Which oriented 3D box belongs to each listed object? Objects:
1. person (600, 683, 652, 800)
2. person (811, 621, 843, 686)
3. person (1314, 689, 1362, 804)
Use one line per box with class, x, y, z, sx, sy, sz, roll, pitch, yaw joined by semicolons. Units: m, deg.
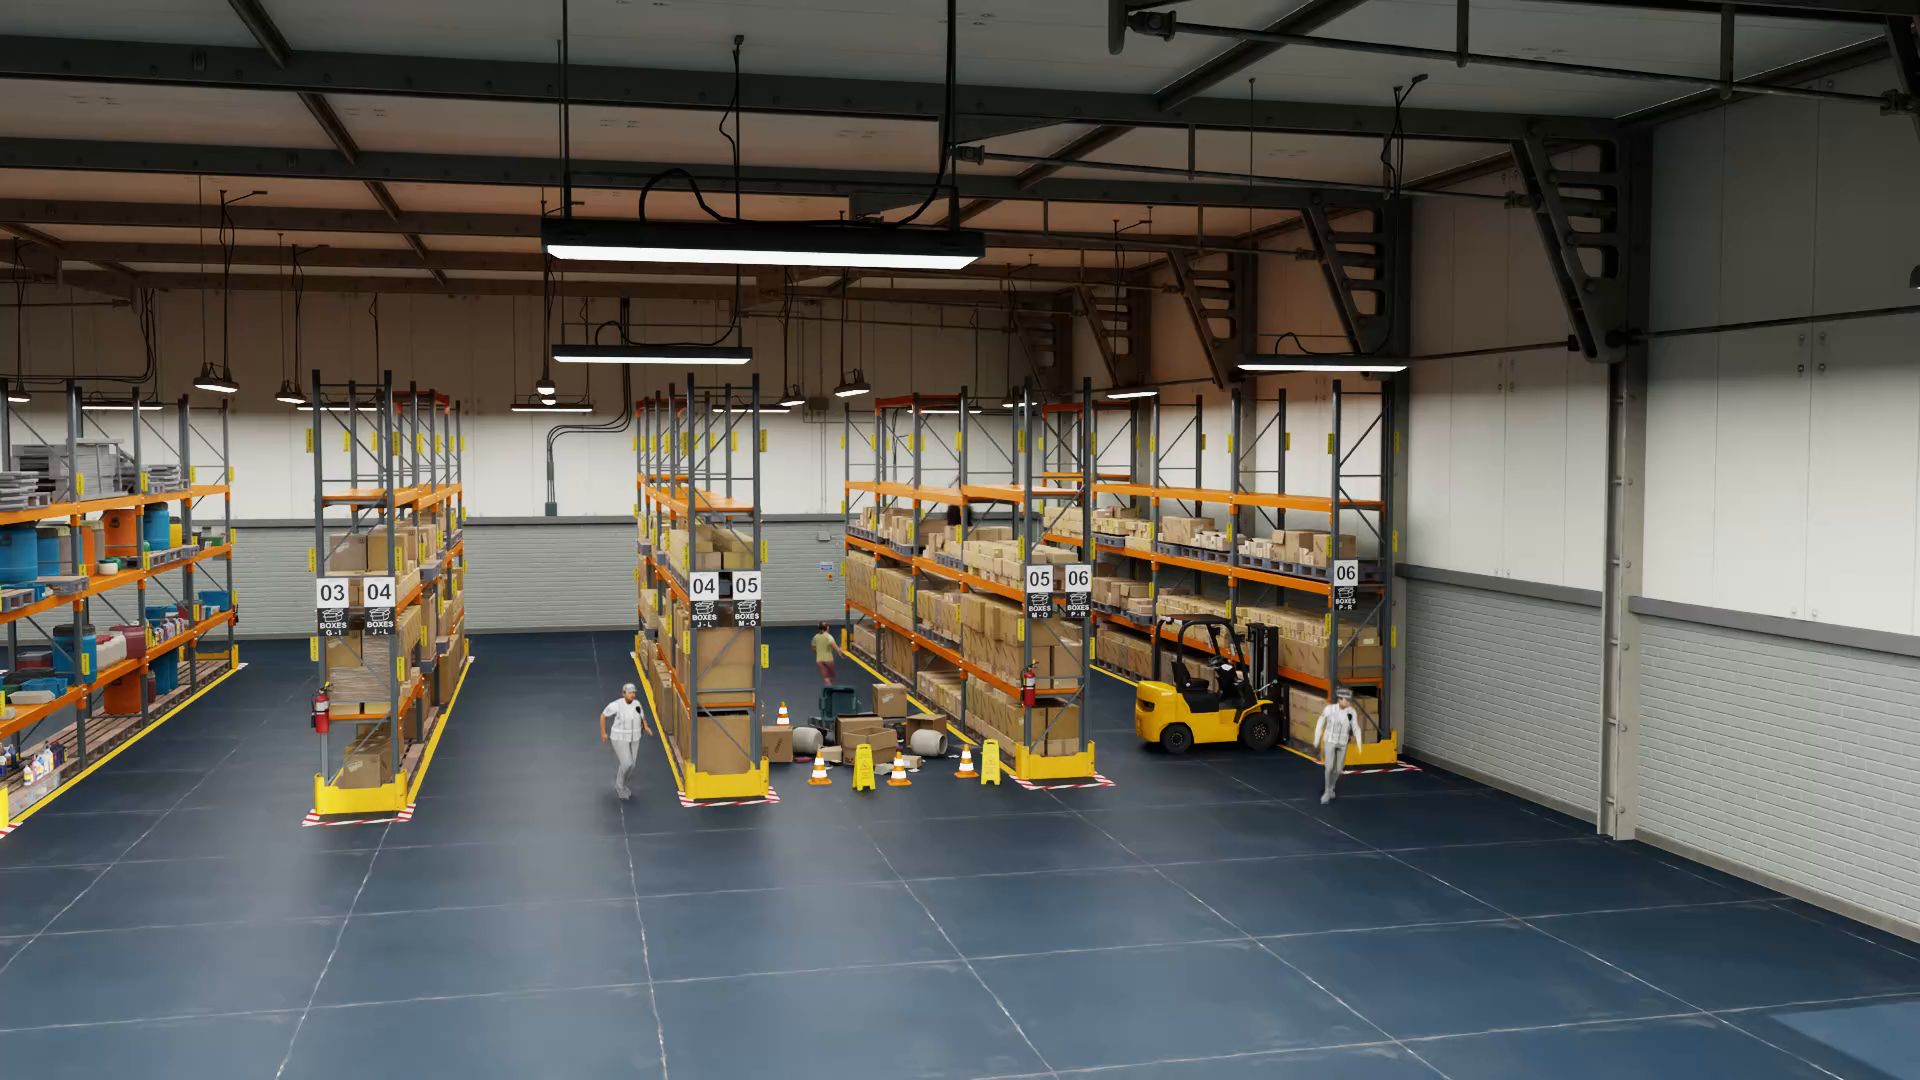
person;-4.694;2.840;23.444;0.598;1.651;0.751;-3;4;-42
person;-2.601;2.376;32.161;0.691;1.607;0.613;1;3;13
person;5.288;2.864;23.274;0.594;1.621;0.694;0;3;-7
